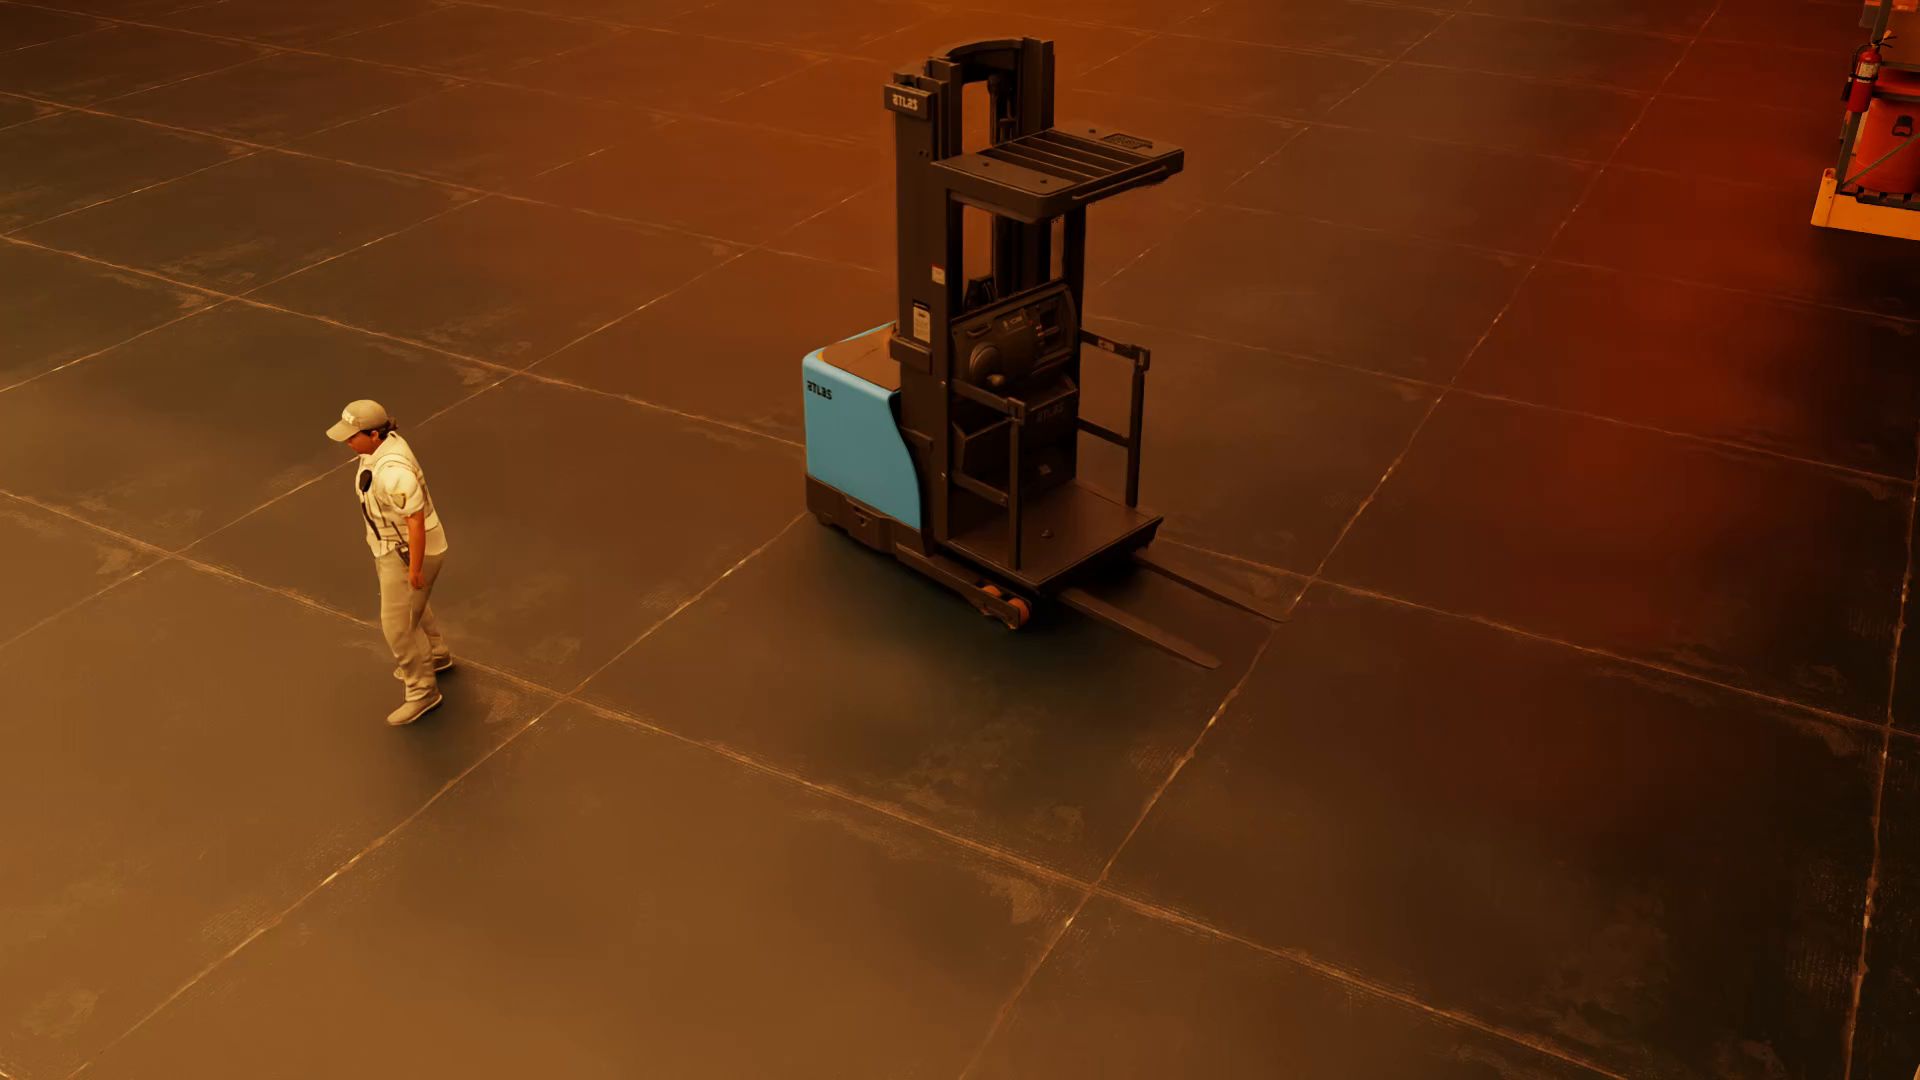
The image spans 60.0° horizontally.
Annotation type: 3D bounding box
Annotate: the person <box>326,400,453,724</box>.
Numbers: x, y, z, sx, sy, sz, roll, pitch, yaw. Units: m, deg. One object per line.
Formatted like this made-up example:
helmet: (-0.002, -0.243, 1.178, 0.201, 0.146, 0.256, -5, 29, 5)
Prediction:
person: (-2.794, 0.063, 8.261, 0.465, 1.682, 0.552, -14, 33, -23)

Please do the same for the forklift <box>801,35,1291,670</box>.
forklift: (0.454, -1.074, 8.931, 3.031, 2.935, 1.130, 26, 39, 38)
